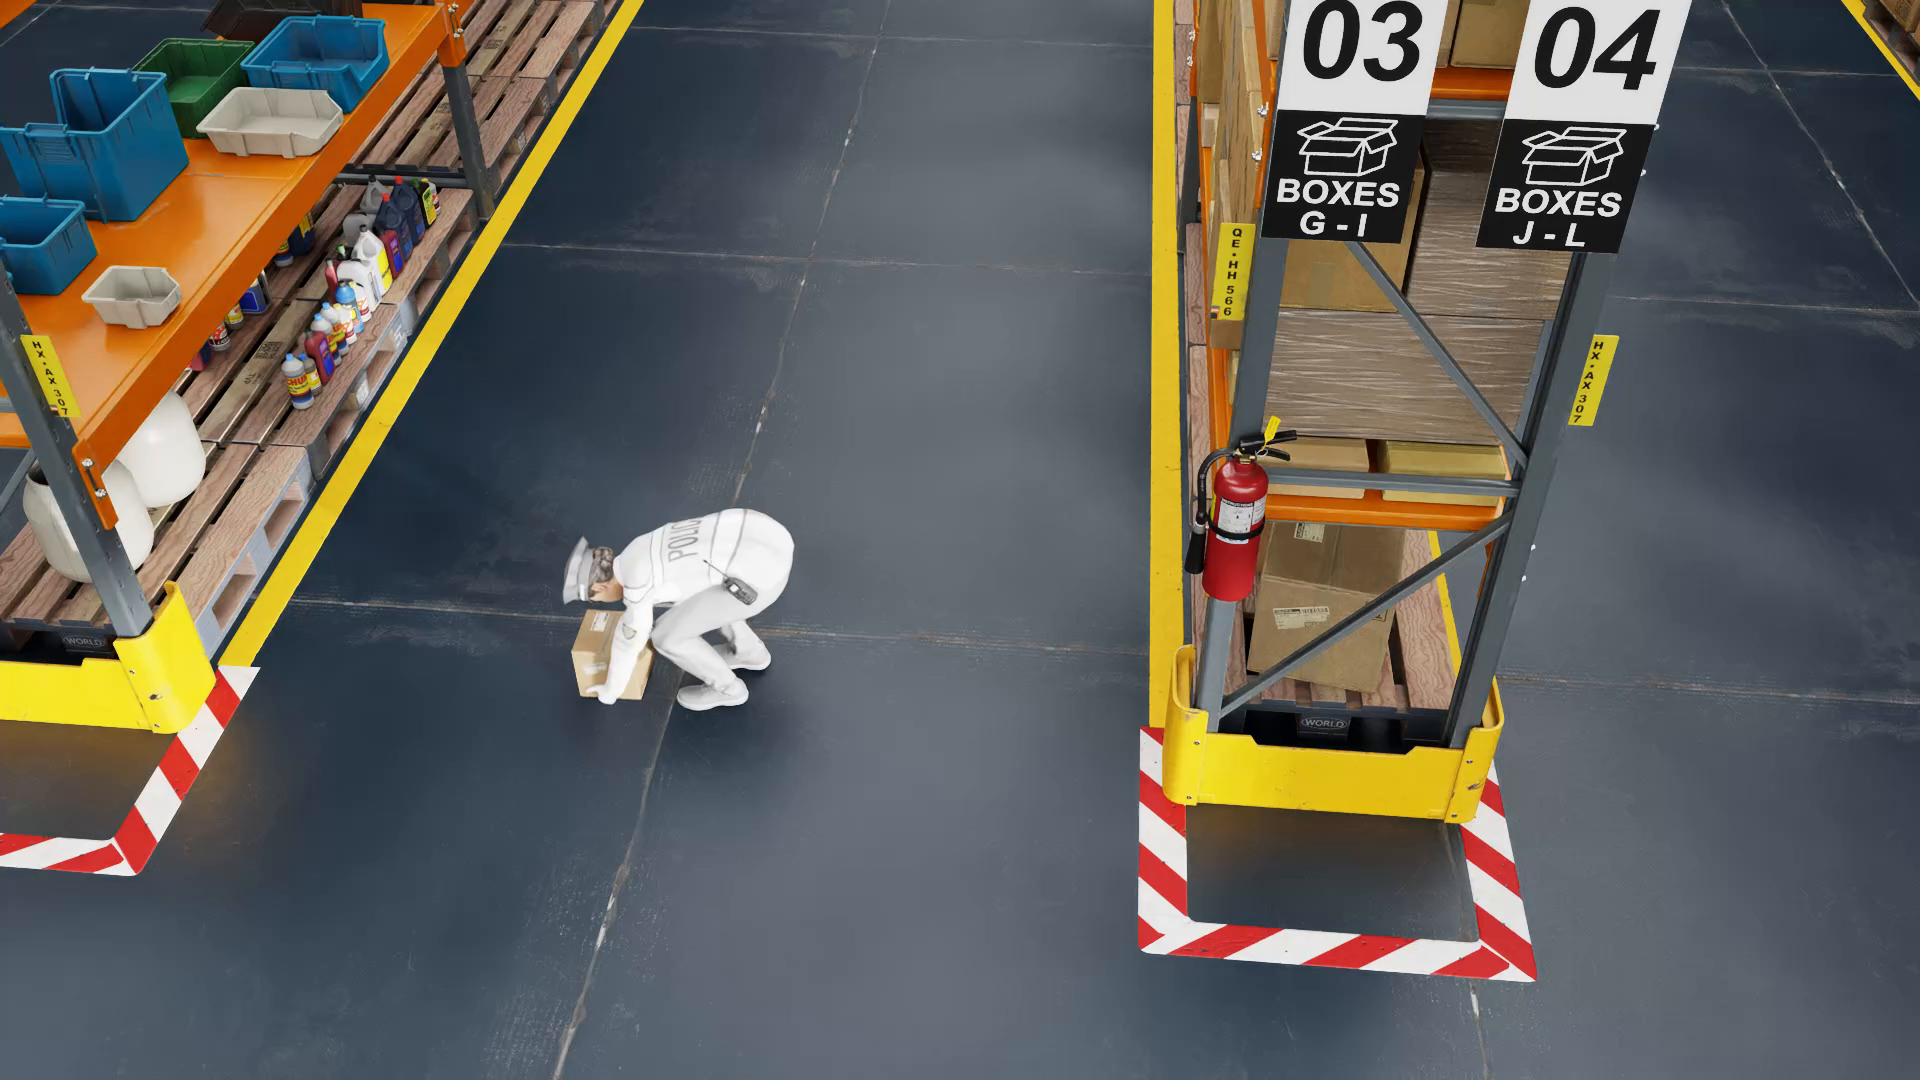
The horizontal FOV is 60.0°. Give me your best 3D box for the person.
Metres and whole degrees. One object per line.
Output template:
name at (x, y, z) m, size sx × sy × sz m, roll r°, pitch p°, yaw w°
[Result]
person at (-1.084, 0.268, 6.506) m, size 0.893 × 0.834 × 0.455 m, roll 2°, pitch 40°, yaw 2°
